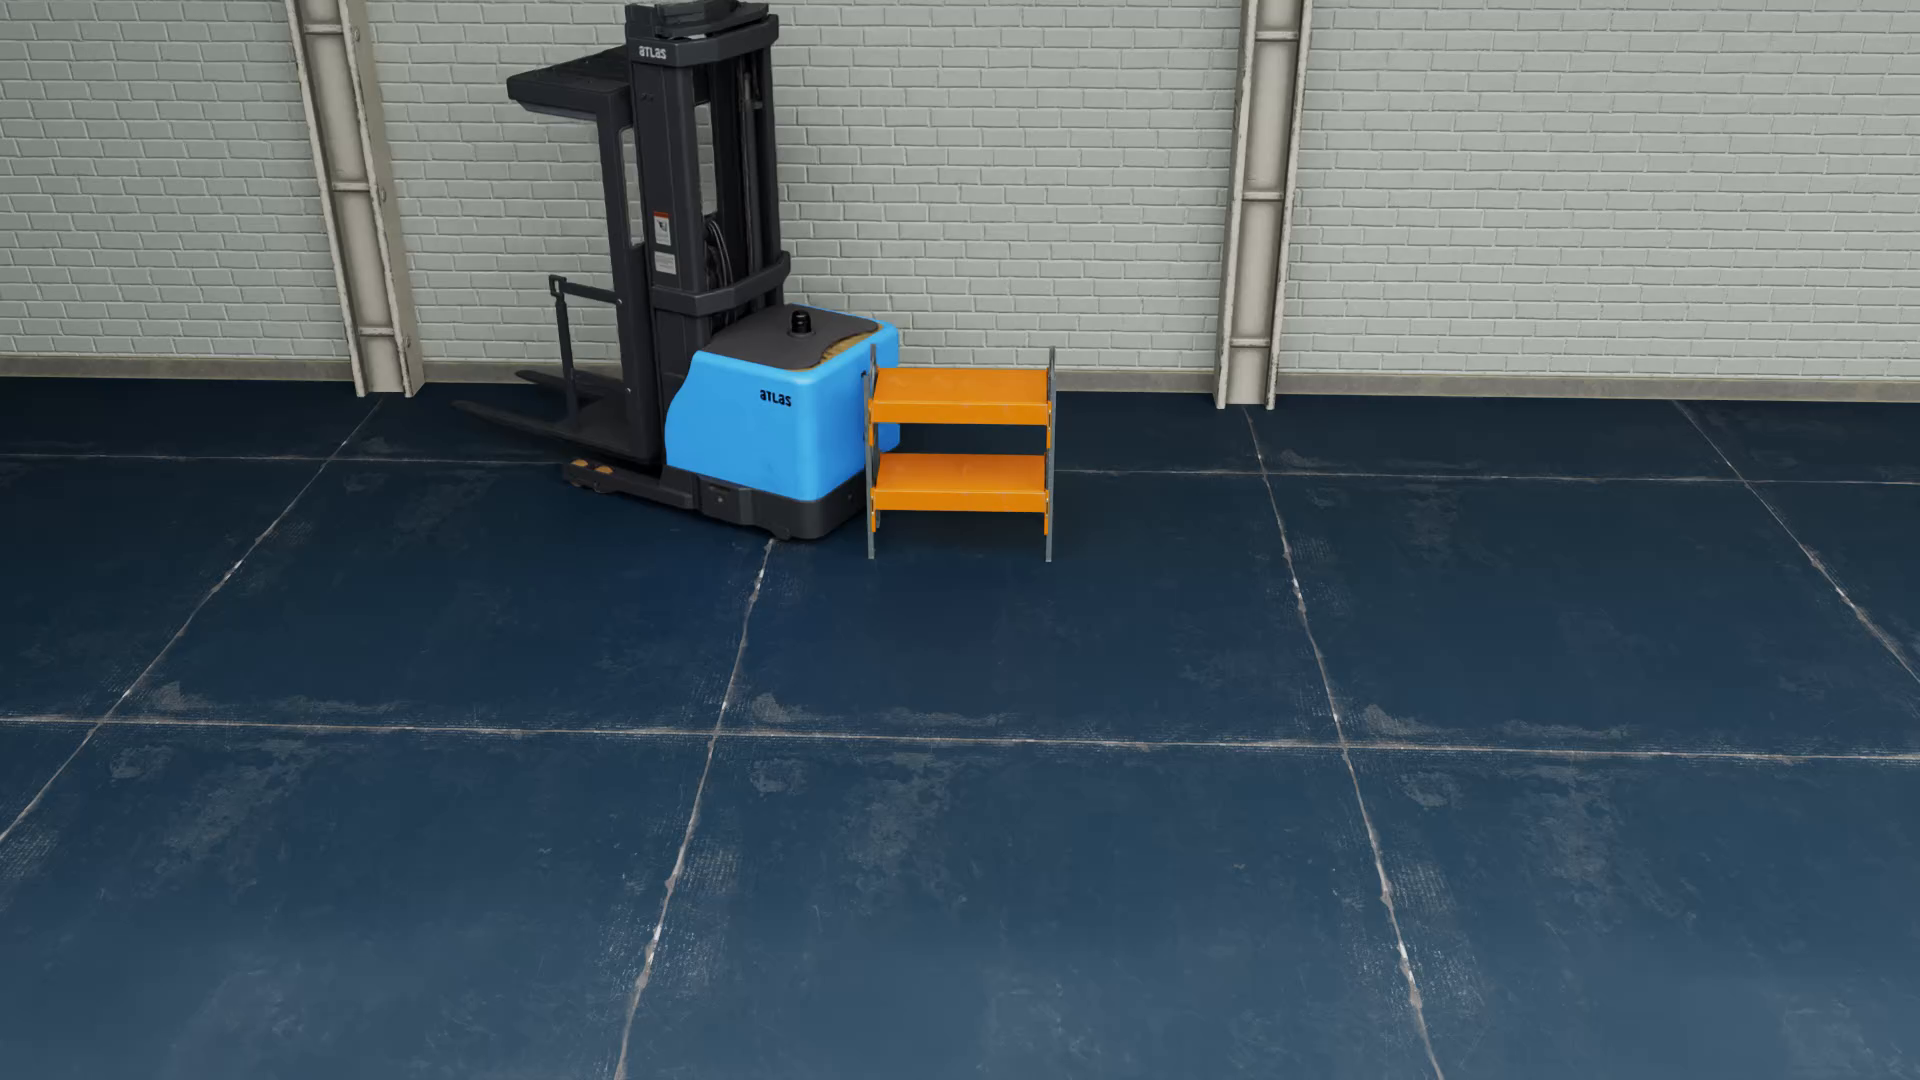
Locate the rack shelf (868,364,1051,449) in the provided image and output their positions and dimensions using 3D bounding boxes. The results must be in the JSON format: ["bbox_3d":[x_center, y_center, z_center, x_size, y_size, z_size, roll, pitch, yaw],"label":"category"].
[{"bbox_3d":[0.007,-0.755,9.349,1.000,0.278,0.538,1,28,2],"label":"rack shelf"}]

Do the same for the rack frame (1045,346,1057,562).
[{"bbox_3d":[0.515,-0.488,9.470,0.032,1.125,0.500,1,28,2],"label":"rack frame"}]

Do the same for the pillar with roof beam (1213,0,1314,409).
[{"bbox_3d":[1.820,-2.937,5.682,0.400,9.000,9.100,1,28,2],"label":"pillar with roof beam"}]

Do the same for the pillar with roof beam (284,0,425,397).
[{"bbox_3d":[-4.176,-3.036,5.869,0.400,9.000,9.100,1,28,2],"label":"pillar with roof beam"}]

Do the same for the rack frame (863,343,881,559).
[{"bbox_3d":[-0.501,-0.505,9.502,0.032,1.125,0.500,1,28,2],"label":"rack frame"}]

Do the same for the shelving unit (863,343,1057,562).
[{"bbox_3d":[0.007,-0.497,9.486,1.048,1.125,0.538,1,28,2],"label":"shelving unit"}]

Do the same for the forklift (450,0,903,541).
[{"bbox_3d":[-1.889,-1.781,9.981,3.031,2.935,1.130,15,31,26],"label":"forklift"}]

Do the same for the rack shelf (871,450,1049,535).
[{"bbox_3d":[0.007,-0.281,9.601,1.000,0.278,0.538,1,28,2],"label":"rack shelf"}]
